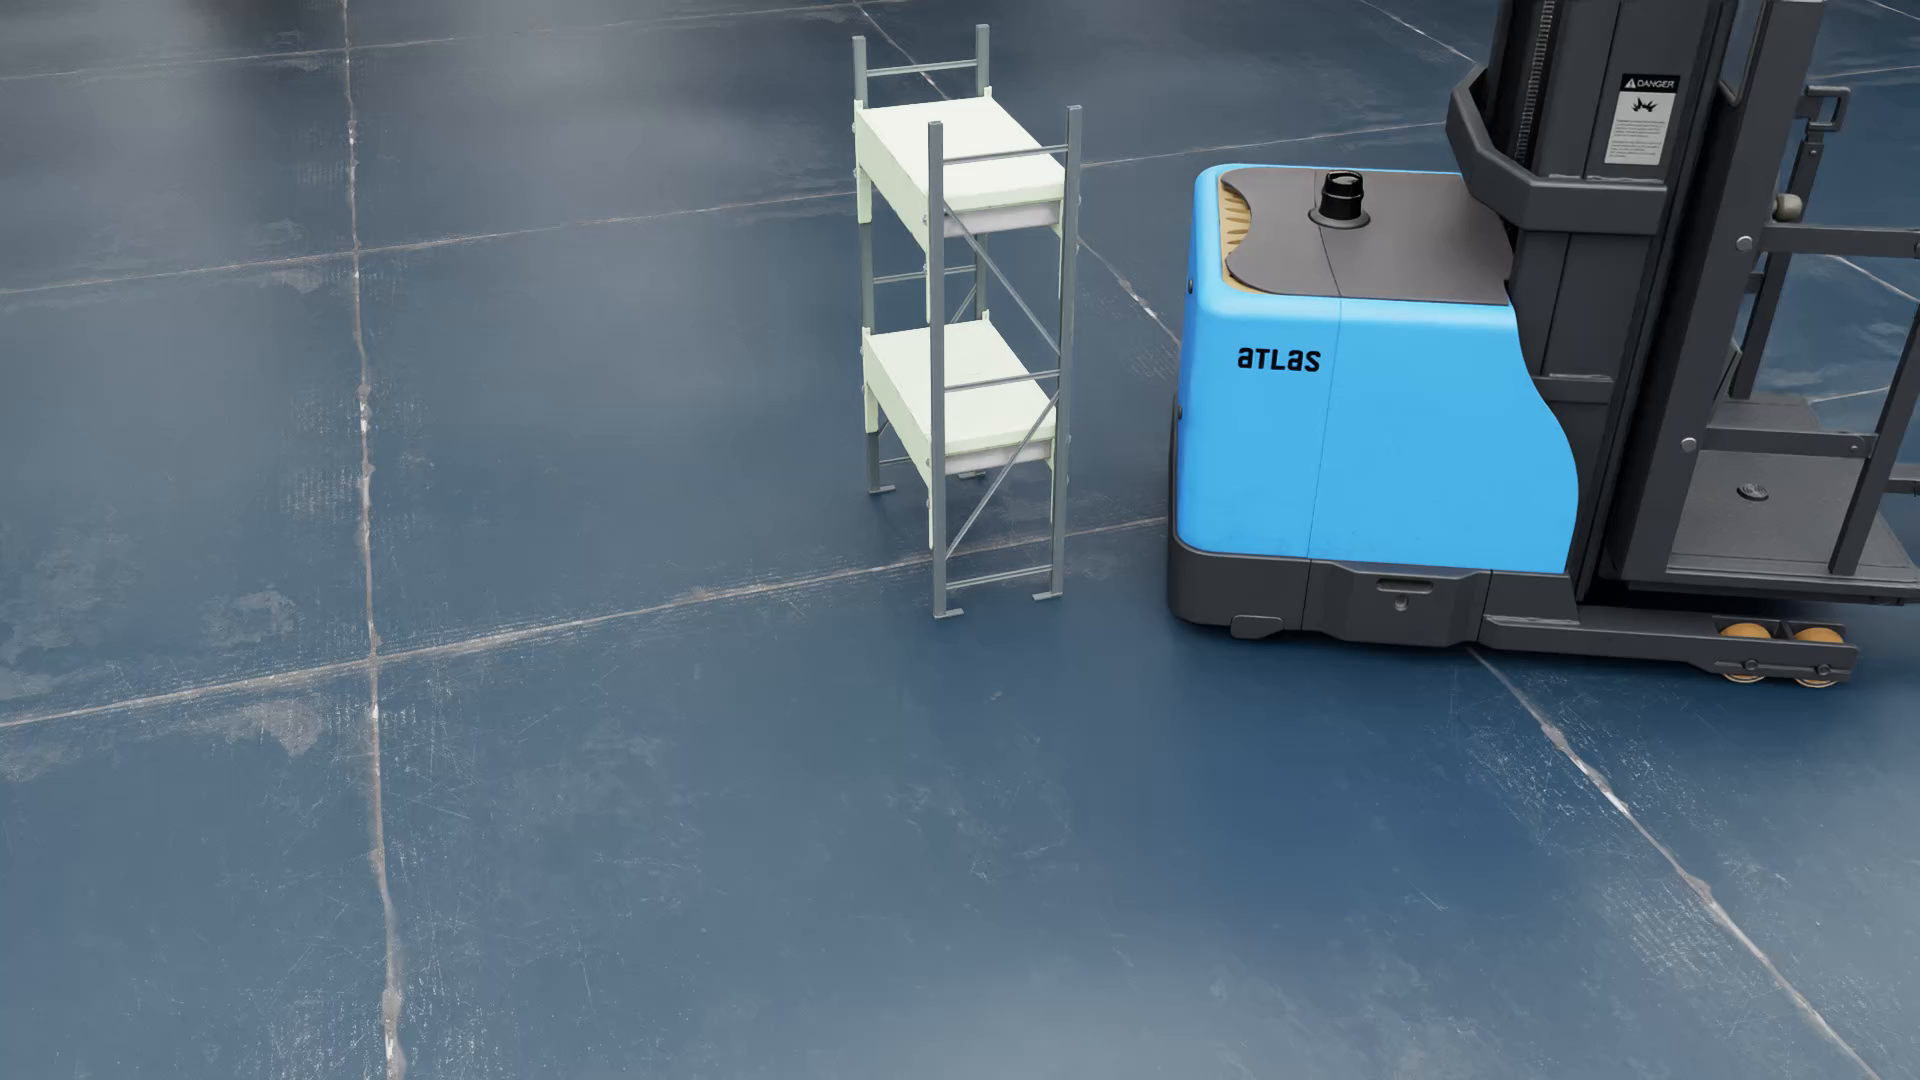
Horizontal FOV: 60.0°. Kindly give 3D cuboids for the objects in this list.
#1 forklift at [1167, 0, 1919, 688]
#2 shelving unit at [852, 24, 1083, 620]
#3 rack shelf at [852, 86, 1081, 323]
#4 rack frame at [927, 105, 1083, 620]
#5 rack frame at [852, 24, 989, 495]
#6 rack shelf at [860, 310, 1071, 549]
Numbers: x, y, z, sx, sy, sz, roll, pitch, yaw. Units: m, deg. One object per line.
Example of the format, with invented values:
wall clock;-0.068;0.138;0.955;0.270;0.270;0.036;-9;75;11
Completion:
forklift;2.156;-1.123;4.290;3.031;2.935;1.130;4;34;5
shelving unit;0.002;-0.622;4.831;0.431;1.500;0.755;-10;35;-15
rack shelf;0.002;-0.948;4.616;0.431;0.370;0.720;-10;35;-15
rack frame;0.114;-0.430;4.540;0.400;1.500;0.023;-10;35;-15
rack frame;-0.110;-0.814;5.122;0.400;1.500;0.023;-10;35;-15
rack shelf;0.002;-0.350;5.011;0.431;0.370;0.720;-10;35;-15
